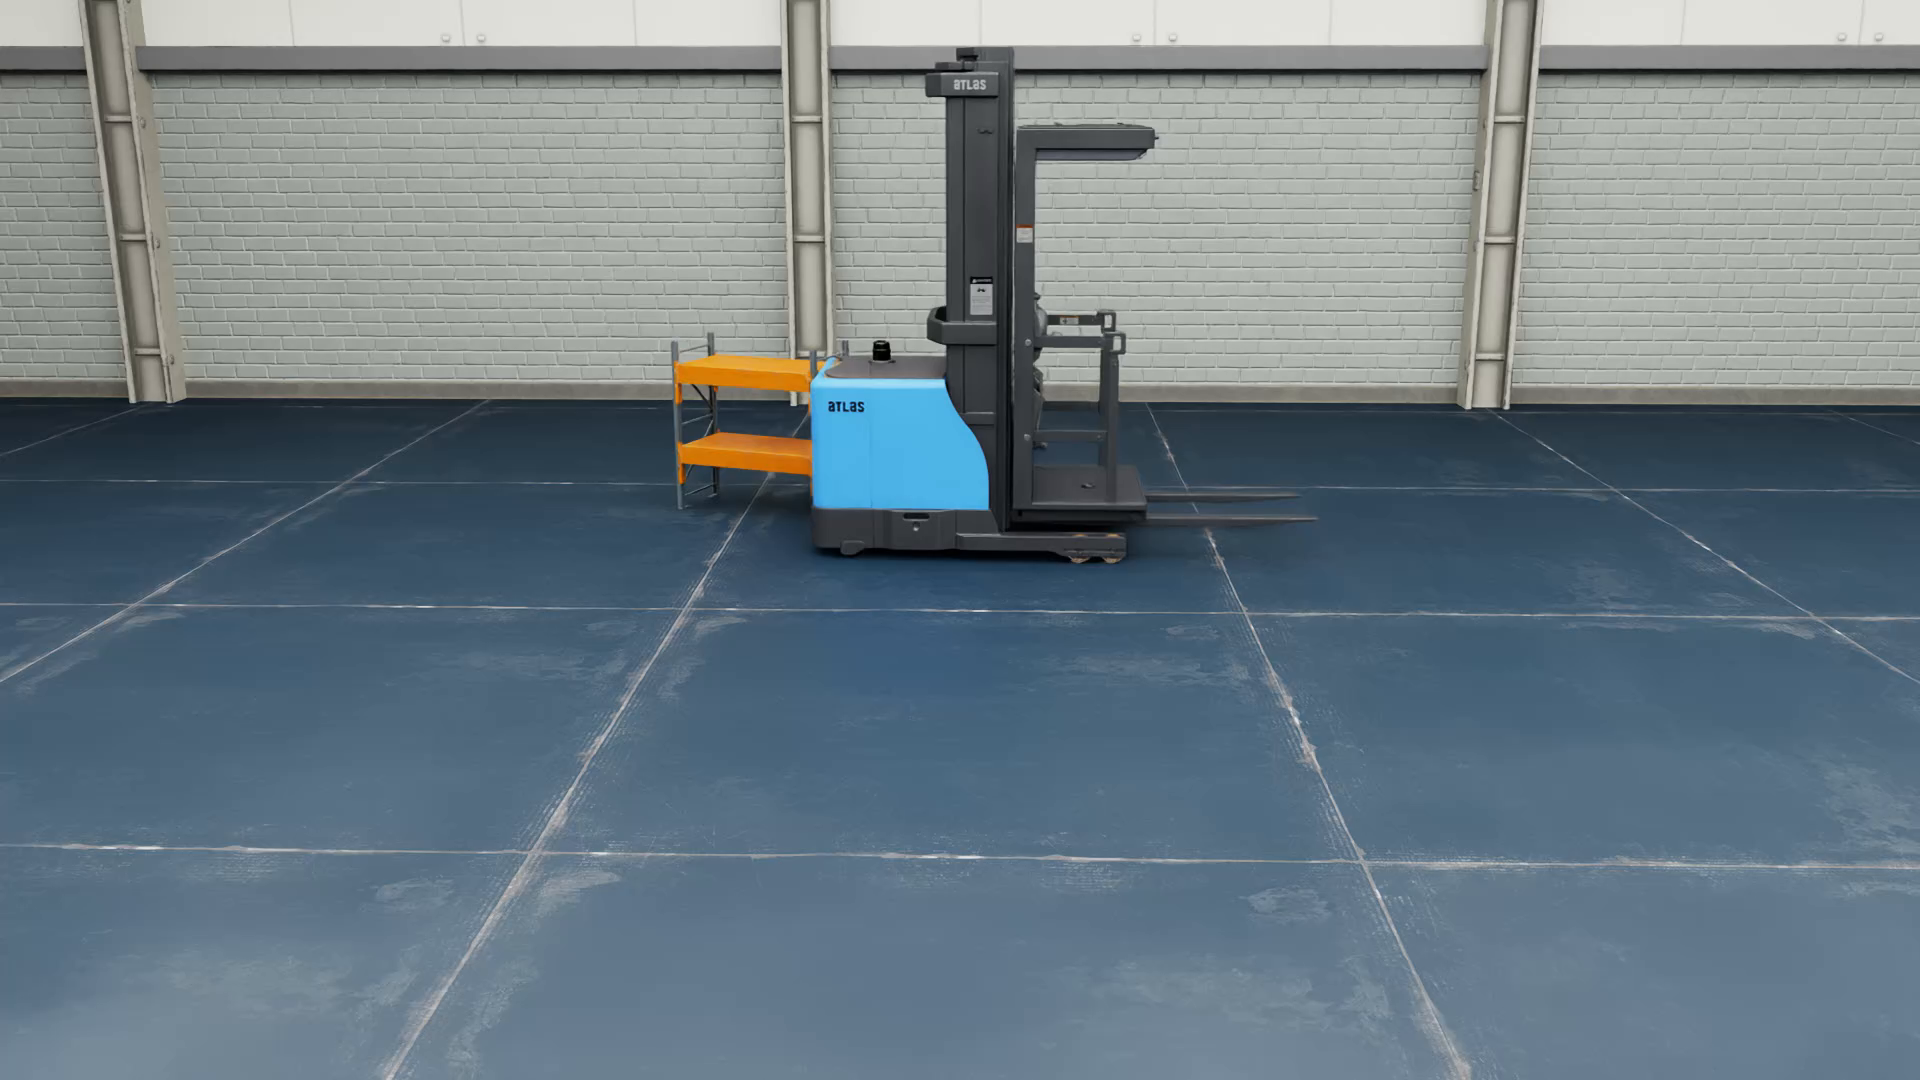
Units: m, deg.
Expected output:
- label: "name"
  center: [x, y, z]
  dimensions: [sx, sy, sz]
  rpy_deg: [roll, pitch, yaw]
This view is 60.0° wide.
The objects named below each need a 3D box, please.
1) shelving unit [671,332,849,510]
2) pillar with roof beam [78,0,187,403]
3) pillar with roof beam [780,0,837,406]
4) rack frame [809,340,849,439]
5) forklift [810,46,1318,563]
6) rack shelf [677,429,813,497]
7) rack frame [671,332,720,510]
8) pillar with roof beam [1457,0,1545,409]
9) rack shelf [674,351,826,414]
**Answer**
- label: "shelving unit"
  center: [-1.307, -0.757, 11.005]
  dimensions: [1.048, 1.125, 0.538]
  rpy_deg: [6, 16, 22]
- label: "pillar with roof beam"
  center: [-7.426, -4.533, 9.880]
  dimensions: [0.400, 9.000, 9.100]
  rpy_deg: [0, 15, 1]
- label: "pillar with roof beam"
  center: [-1.428, -4.494, 9.732]
  dimensions: [0.400, 9.000, 9.100]
  rpy_deg: [0, 15, 1]
- label: "rack frame"
  center: [-0.838, -0.708, 10.817]
  dimensions: [0.032, 1.125, 0.500]
  rpy_deg: [6, 16, 22]
- label: "forklift"
  center: [0.639, -1.422, 9.985]
  dimensions: [3.031, 2.935, 1.130]
  rpy_deg: [0, 15, 2]
- label: "rack shelf"
  center: [-1.307, -0.521, 11.067]
  dimensions: [1.000, 0.278, 0.538]
  rpy_deg: [6, 16, 22]
- label: "rack frame"
  center: [-1.777, -0.807, 11.193]
  dimensions: [0.032, 1.125, 0.500]
  rpy_deg: [6, 16, 22]
- label: "pillar with roof beam"
  center: [4.570, -4.454, 9.584]
  dimensions: [0.400, 9.000, 9.100]
  rpy_deg: [0, 15, 1]
- label: "rack shelf"
  center: [-1.307, -1.040, 10.930]
  dimensions: [1.000, 0.278, 0.538]
  rpy_deg: [6, 16, 22]
